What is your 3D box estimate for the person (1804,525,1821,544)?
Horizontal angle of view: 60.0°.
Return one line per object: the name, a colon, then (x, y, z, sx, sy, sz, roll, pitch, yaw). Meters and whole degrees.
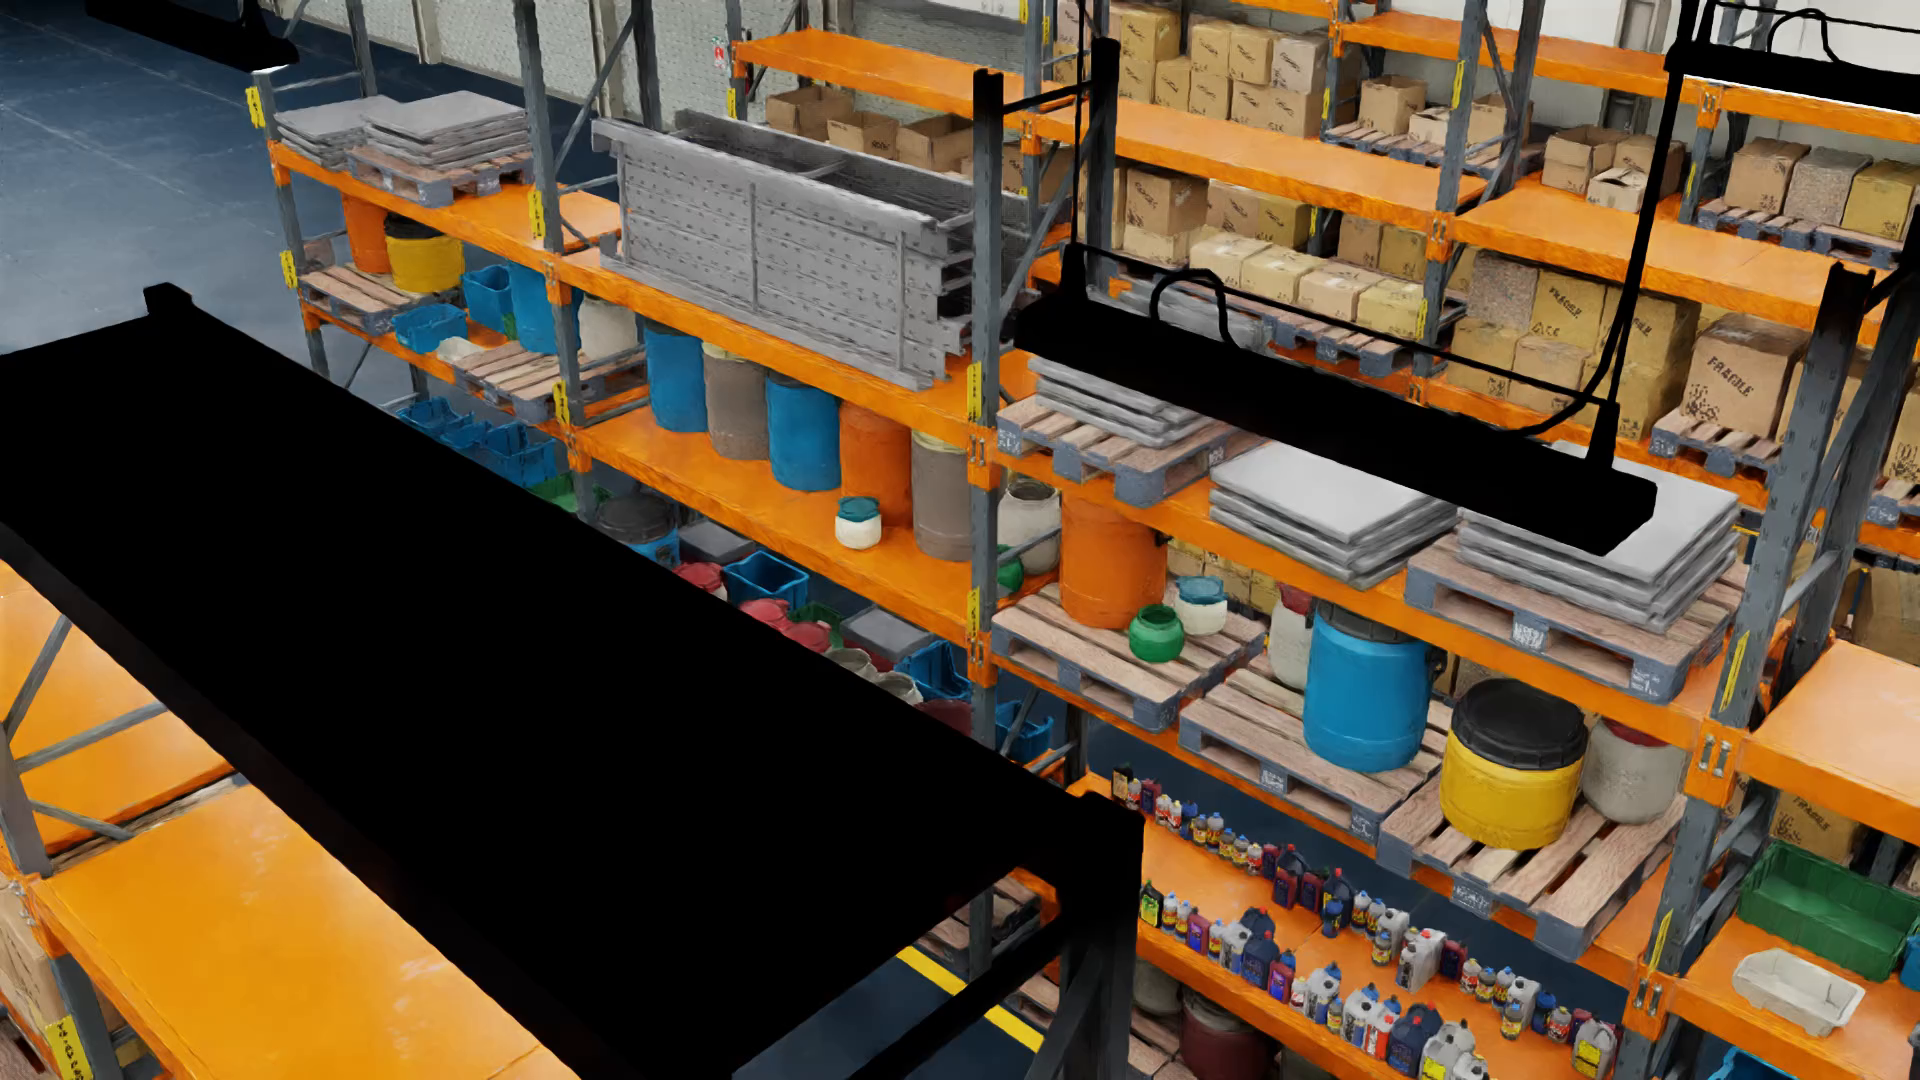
person: (7.131, 0.166, 14.273, 0.998, 1.625, 0.463, 24, 37, 36)
